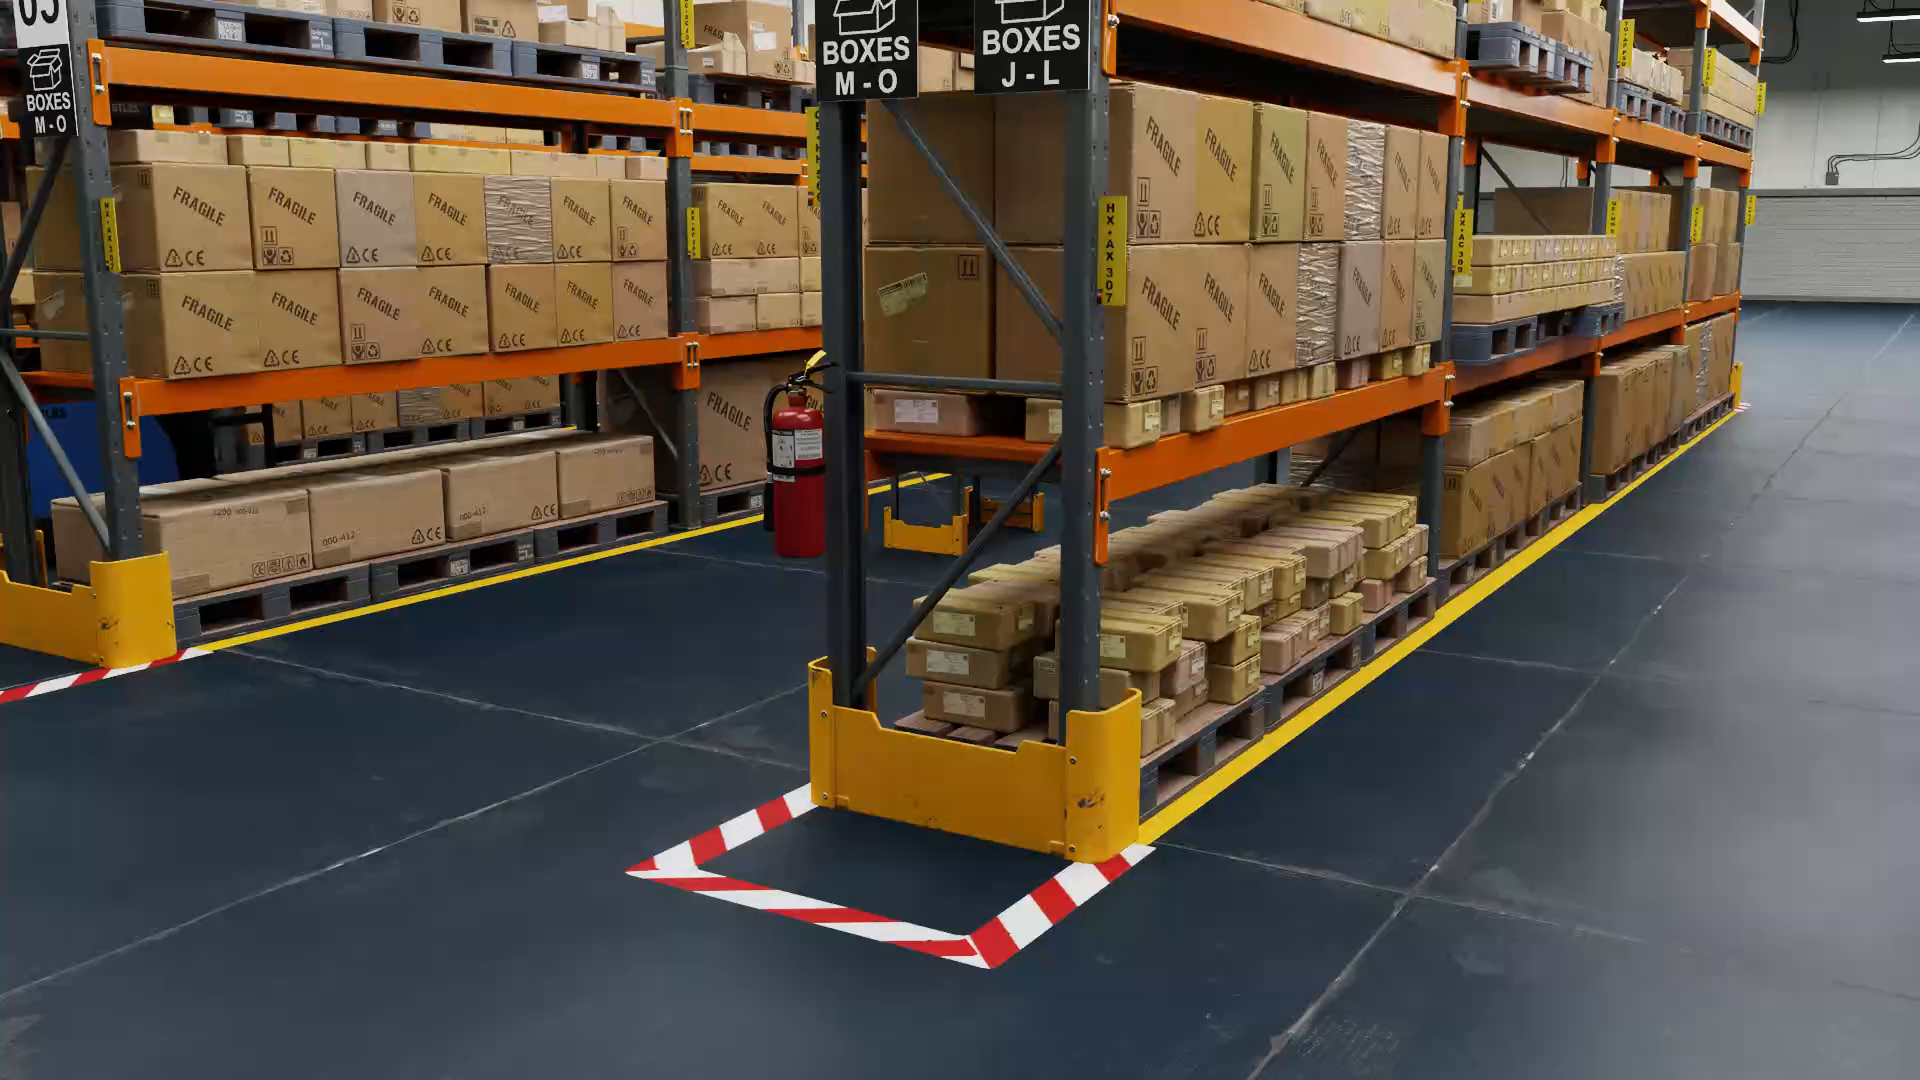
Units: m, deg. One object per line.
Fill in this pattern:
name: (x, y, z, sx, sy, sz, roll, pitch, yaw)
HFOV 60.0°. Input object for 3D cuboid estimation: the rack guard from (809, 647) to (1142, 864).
rack guard: (0.033, 0.714, 5.698, 1.175, 0.500, 0.348, 6, 12, 31)

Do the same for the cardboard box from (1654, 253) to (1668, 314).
cardboard box: (5.657, -2.173, 14.052, 0.500, 0.500, 0.500, 7, 12, 31)

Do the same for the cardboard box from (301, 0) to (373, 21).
cardboard box: (-3.469, -2.877, 8.762, 0.500, 0.311, 0.500, 7, 12, 32)

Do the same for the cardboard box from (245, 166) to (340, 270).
cardboard box: (-3.534, -1.631, 8.440, 0.500, 0.500, 0.500, 6, 12, 29)

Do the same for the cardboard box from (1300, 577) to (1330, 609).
cardboard box: (1.439, 0.196, 7.467, 0.380, 0.149, 0.250, 6, 12, 28)

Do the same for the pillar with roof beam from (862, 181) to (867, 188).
pillar with roof beam: (2.321, -6.464, 20.942, 9.100, 9.000, 0.400, 6, 12, 31)

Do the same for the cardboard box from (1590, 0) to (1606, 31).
cardboard box: (4.159, -3.573, 11.297, 0.396, 0.266, 0.258, 6, 12, 31)

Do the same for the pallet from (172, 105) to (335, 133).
pallet: (-6.058, -3.541, 13.989, 1.213, 0.211, 1.003, 6, 12, 31)

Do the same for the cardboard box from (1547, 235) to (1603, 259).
cardboard box: (4.016, -1.935, 10.979, 0.380, 0.149, 0.250, 7, 13, 32)

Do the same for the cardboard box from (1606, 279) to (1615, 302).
cardboard box: (4.284, -1.723, 11.460, 0.380, 0.149, 0.250, 7, 12, 32)

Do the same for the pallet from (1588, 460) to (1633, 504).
pallet: (4.621, -0.507, 13.005, 1.003, 0.211, 1.213, 6, 12, 31)

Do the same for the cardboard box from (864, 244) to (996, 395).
cardboard box: (0.007, -0.794, 5.876, 0.500, 0.500, 0.500, 7, 13, 32)

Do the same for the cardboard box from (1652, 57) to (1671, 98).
cardboard box: (5.502, -3.780, 13.585, 0.500, 0.311, 0.500, 6, 12, 29)

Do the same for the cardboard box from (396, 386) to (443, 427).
cardboard box: (-5.208, -1.339, 15.520, 0.500, 0.500, 0.500, 6, 12, 29)

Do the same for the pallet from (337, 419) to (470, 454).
pallet: (-5.434, -1.016, 15.724, 1.003, 0.211, 1.213, 6, 12, 31)

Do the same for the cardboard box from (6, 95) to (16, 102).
cardboard box: (-6.963, -3.172, 12.191, 0.380, 0.149, 0.250, 7, 13, 33)

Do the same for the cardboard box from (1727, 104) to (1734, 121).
cardboard box: (7.493, -4.261, 16.594, 0.380, 0.149, 0.250, 7, 12, 31)

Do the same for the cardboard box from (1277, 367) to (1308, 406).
cardboard box: (1.209, -0.649, 6.869, 0.380, 0.149, 0.250, 7, 13, 33)

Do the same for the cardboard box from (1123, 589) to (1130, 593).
cardboard box: (0.550, 0.271, 7.069, 0.380, 0.149, 0.250, 7, 12, 32)

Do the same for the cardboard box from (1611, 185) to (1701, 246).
cardboard box: (6.445, -3.050, 15.664, 0.875, 0.550, 0.550, 6, 12, 31)

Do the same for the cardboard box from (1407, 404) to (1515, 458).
cardboard box: (2.954, -0.653, 9.821, 0.500, 0.250, 0.500, 7, 13, 32)

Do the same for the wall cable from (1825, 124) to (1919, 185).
wall cable: (24.982, -12.693, 44.971, 2.305, 6.003, 0.169, 6, 12, 31)

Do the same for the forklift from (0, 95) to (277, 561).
forklift: (-5.243, -1.538, 11.118, 1.130, 2.935, 3.031, 6, 12, 28)

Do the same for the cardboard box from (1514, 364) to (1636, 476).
cardboard box: (4.540, -0.949, 12.759, 1.050, 0.750, 0.750, 6, 12, 30)

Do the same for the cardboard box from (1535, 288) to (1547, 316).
cardboard box: (3.203, -1.396, 9.713, 0.380, 0.149, 0.250, 6, 12, 28)

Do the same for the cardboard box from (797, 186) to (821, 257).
cardboard box: (-1.235, -2.333, 12.189, 0.500, 0.500, 0.500, 6, 12, 29)

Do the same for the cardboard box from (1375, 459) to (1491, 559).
cardboard box: (2.681, -0.201, 9.441, 0.500, 0.500, 0.500, 7, 13, 33)

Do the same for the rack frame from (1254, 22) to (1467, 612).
rack frame: (2.071, -1.132, 8.764, 1.000, 3.000, 0.127, 6, 12, 31)

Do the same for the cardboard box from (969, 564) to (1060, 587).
cardboard box: (0.258, 0.205, 6.611, 0.380, 0.149, 0.250, 6, 12, 29)

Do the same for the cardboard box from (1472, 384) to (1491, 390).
cardboard box: (3.319, -0.942, 11.365, 0.500, 0.250, 0.500, 6, 12, 30)

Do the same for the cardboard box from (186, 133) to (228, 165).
cardboard box: (-3.793, -1.897, 8.098, 0.380, 0.149, 0.250, 7, 13, 32)

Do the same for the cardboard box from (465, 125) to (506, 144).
cardboard box: (-4.699, -3.909, 15.856, 0.500, 0.250, 0.500, 6, 12, 31)

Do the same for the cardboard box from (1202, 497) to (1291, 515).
cardboard box: (1.432, -0.113, 8.311, 0.380, 0.149, 0.250, 6, 12, 30)

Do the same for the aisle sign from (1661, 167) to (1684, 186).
aisle sign: (8.081, -4.337, 18.819, 0.394, 0.787, 0.004, 6, 12, 31)

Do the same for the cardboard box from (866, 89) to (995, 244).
cardboard box: (0.019, -1.286, 5.787, 0.500, 0.500, 0.500, 6, 12, 30)

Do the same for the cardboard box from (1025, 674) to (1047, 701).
cardboard box: (0.136, 0.539, 6.444, 0.380, 0.149, 0.250, 7, 13, 32)

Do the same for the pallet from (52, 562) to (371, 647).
pallet: (-3.941, 0.277, 8.814, 1.003, 0.211, 1.213, 6, 12, 31)

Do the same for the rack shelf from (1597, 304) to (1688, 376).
rack shelf: (5.186, -1.722, 13.871, 1.077, 0.370, 4.000, 6, 12, 31)

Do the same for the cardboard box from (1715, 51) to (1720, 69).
cardboard box: (6.835, -4.454, 15.458, 0.380, 0.149, 0.250, 6, 12, 30)

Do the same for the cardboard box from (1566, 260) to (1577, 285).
cardboard box: (3.612, -1.666, 10.350, 0.380, 0.149, 0.250, 7, 13, 32)

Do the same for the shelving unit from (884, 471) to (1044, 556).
shelving unit: (0.040, -0.749, 10.795, 0.587, 1.500, 1.083, 6, 12, 31)

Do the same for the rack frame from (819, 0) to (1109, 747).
rack frame: (-0.006, -0.503, 5.404, 1.000, 3.000, 0.127, 6, 12, 31)

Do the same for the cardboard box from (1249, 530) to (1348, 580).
cardboard box: (1.494, 0.063, 7.368, 0.380, 0.149, 0.250, 6, 12, 29)

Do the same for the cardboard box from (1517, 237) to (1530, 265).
cardboard box: (2.943, -1.610, 9.242, 0.380, 0.149, 0.250, 7, 12, 31)

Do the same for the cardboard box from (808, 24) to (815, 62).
cardboard box: (-0.803, -3.643, 12.613, 0.500, 0.500, 0.500, 7, 12, 31)

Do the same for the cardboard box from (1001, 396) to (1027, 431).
cardboard box: (0.083, -0.493, 6.035, 0.380, 0.149, 0.250, 6, 12, 31)

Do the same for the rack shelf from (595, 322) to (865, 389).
rack shelf: (-1.174, -1.550, 12.952, 1.077, 0.370, 4.000, 6, 12, 31)

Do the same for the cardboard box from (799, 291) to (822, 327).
cardboard box: (-1.211, -1.720, 12.312, 0.500, 0.250, 0.500, 6, 12, 30)

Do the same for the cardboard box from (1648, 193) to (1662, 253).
cardboard box: (5.706, -2.771, 14.531, 0.700, 0.500, 0.500, 6, 12, 30)

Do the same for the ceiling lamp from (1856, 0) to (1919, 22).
ceiling lamp: (17.856, -11.262, 30.710, 2.000, 3.185, 0.800, 6, 12, 31)

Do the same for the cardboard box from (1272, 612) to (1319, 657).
cardboard box: (1.331, 0.395, 7.211, 0.380, 0.149, 0.250, 6, 12, 31)

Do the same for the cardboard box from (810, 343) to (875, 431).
cardboard box: (-1.032, -1.140, 13.438, 0.875, 0.875, 0.875, 7, 12, 31)

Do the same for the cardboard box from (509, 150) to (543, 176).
cardboard box: (-2.683, -2.216, 9.802, 0.380, 0.149, 0.250, 6, 12, 30)

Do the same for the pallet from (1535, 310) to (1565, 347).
pallet: (3.155, -1.352, 10.458, 1.003, 0.211, 1.213, 6, 12, 31)

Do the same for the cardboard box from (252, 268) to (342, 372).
cardboard box: (-3.556, -1.139, 8.532, 0.500, 0.500, 0.500, 6, 12, 30)

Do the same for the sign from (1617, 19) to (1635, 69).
sign: (4.610, -3.438, 11.522, 0.100, 0.325, 0.005, 6, 12, 31)

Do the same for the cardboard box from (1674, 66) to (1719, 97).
cardboard box: (6.717, -4.243, 15.415, 0.500, 0.250, 0.500, 6, 12, 31)

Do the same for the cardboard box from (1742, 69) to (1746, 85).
cardboard box: (7.888, -4.773, 17.163, 0.380, 0.149, 0.250, 6, 12, 31)
